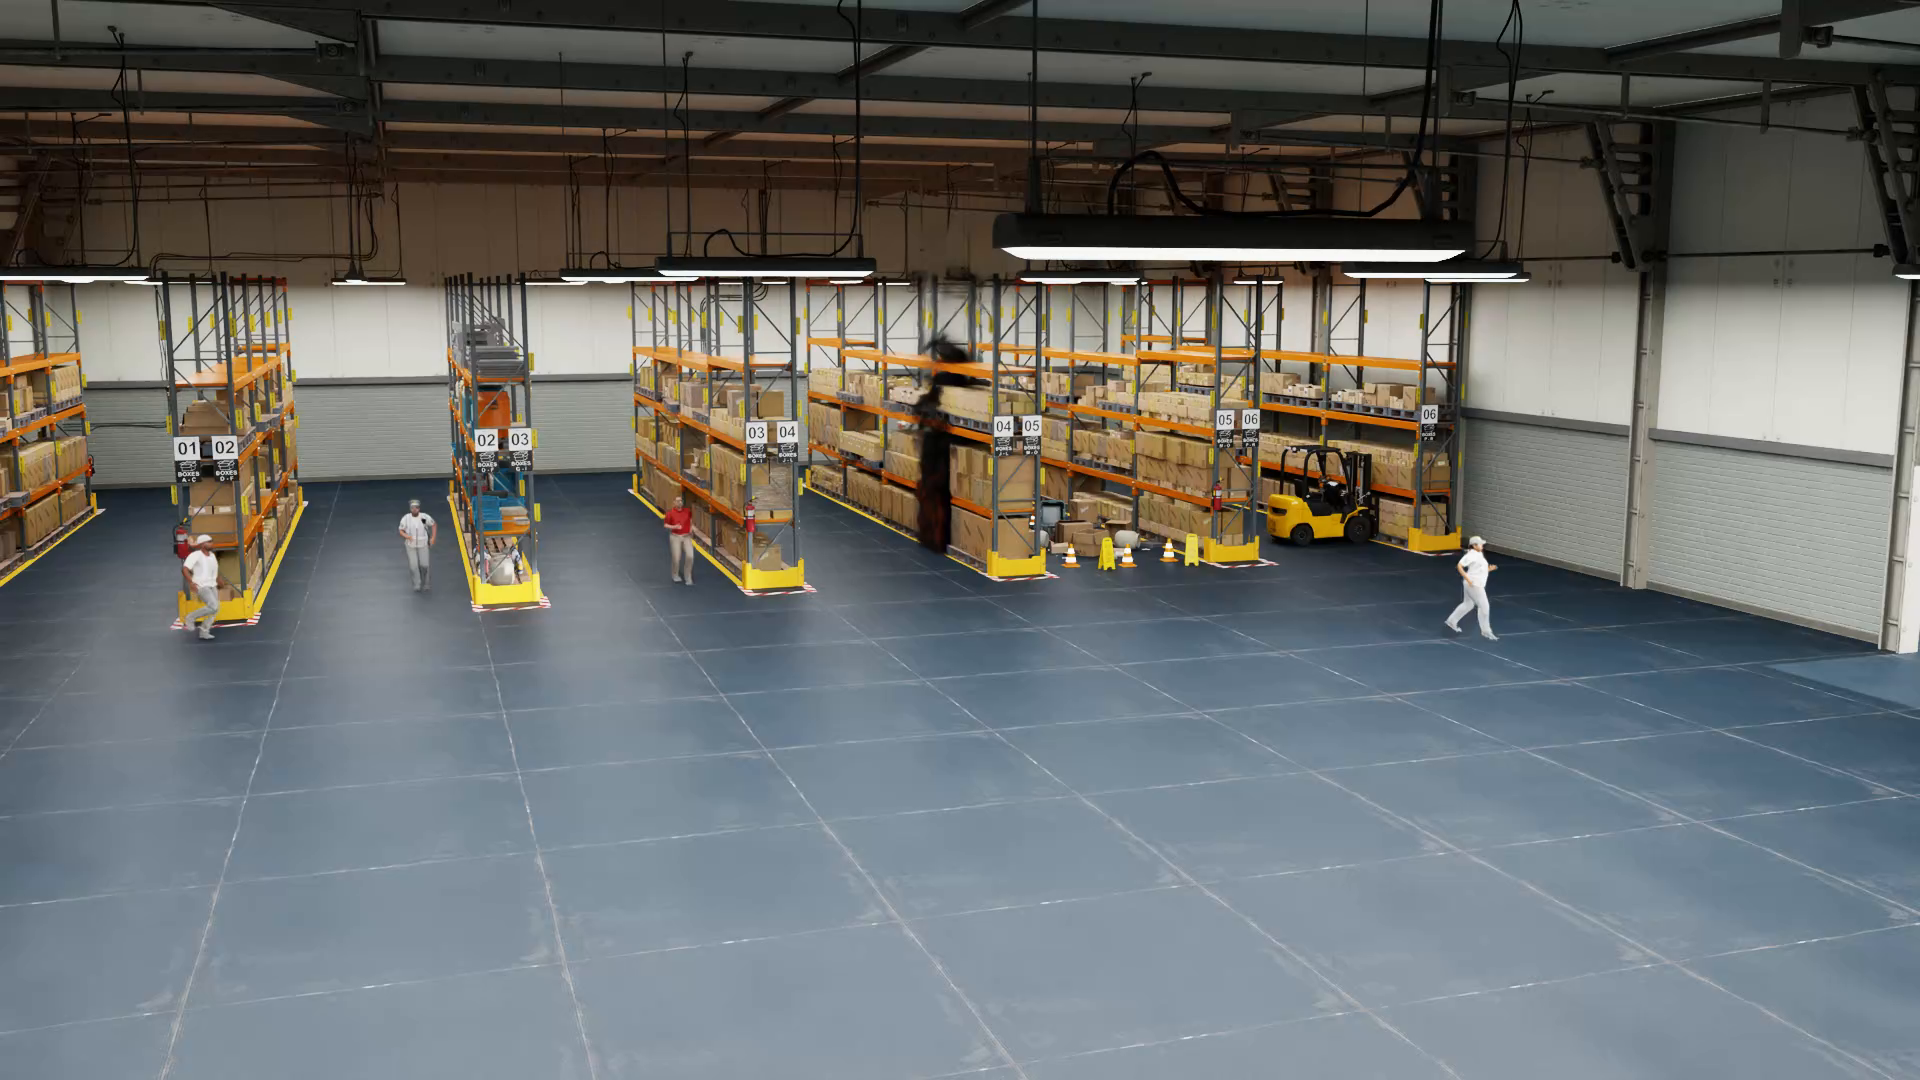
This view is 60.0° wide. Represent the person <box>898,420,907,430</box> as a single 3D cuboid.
[{"bbox_3d":[-1.736,-2.777,50.668,0.628,1.751,0.643,-2,9,-12],"label":"person"}]

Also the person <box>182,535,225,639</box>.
[{"bbox_3d":[-12.453,0.759,27.473,0.548,1.691,0.739,2,9,11],"label":"person"}]

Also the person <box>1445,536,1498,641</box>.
[{"bbox_3d":[8.460,0.777,27.361,0.857,1.695,0.591,3,9,22],"label":"person"}]

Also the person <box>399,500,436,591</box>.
[{"bbox_3d":[-10.289,0.113,31.565,0.669,1.771,0.658,-3,9,-17],"label":"person"}]

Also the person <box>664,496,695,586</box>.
[{"bbox_3d":[-5.432,0.033,32.311,0.638,1.781,0.767,-4,10,-26],"label":"person"}]
